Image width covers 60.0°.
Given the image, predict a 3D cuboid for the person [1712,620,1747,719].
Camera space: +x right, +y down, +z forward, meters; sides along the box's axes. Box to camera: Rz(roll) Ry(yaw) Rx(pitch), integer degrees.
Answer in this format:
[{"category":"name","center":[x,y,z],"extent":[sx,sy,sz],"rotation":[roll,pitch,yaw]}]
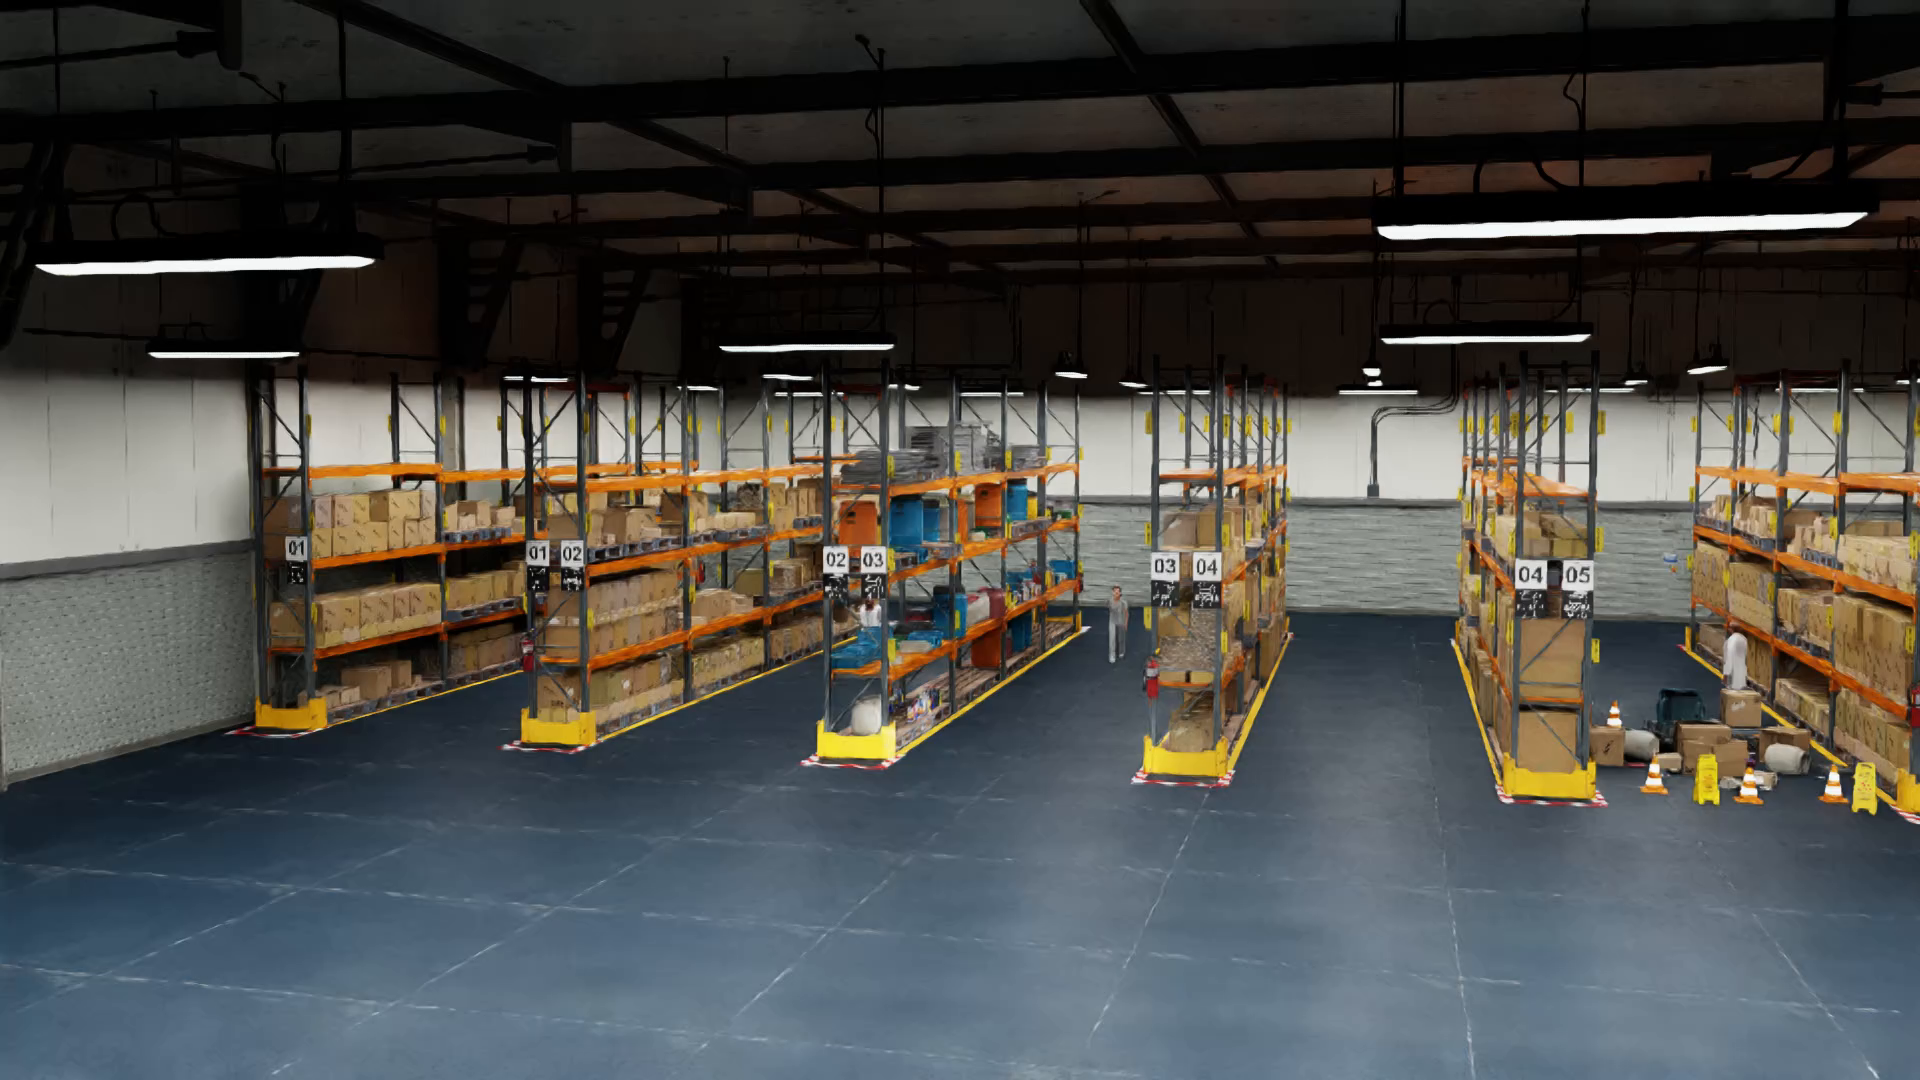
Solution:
[{"category":"person","center":[12.757,2.201,27.488],"extent":[0.647,1.773,0.692],"rotation":[3,5,39]}]

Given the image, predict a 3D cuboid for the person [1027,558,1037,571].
[{"category":"person","center":[1.896,1.248,42.812],"extent":[0.443,1.572,1.002],"rotation":[2,4,24]}]

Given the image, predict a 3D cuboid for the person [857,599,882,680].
[{"category":"person","center":[-1.746,1.874,32.821],"extent":[0.577,1.733,1.043],"rotation":[1,4,13]}]

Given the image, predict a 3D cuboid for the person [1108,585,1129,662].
[{"category":"person","center":[3.361,1.758,35.301],"extent":[0.455,1.612,1.019],"rotation":[1,4,13]}]
